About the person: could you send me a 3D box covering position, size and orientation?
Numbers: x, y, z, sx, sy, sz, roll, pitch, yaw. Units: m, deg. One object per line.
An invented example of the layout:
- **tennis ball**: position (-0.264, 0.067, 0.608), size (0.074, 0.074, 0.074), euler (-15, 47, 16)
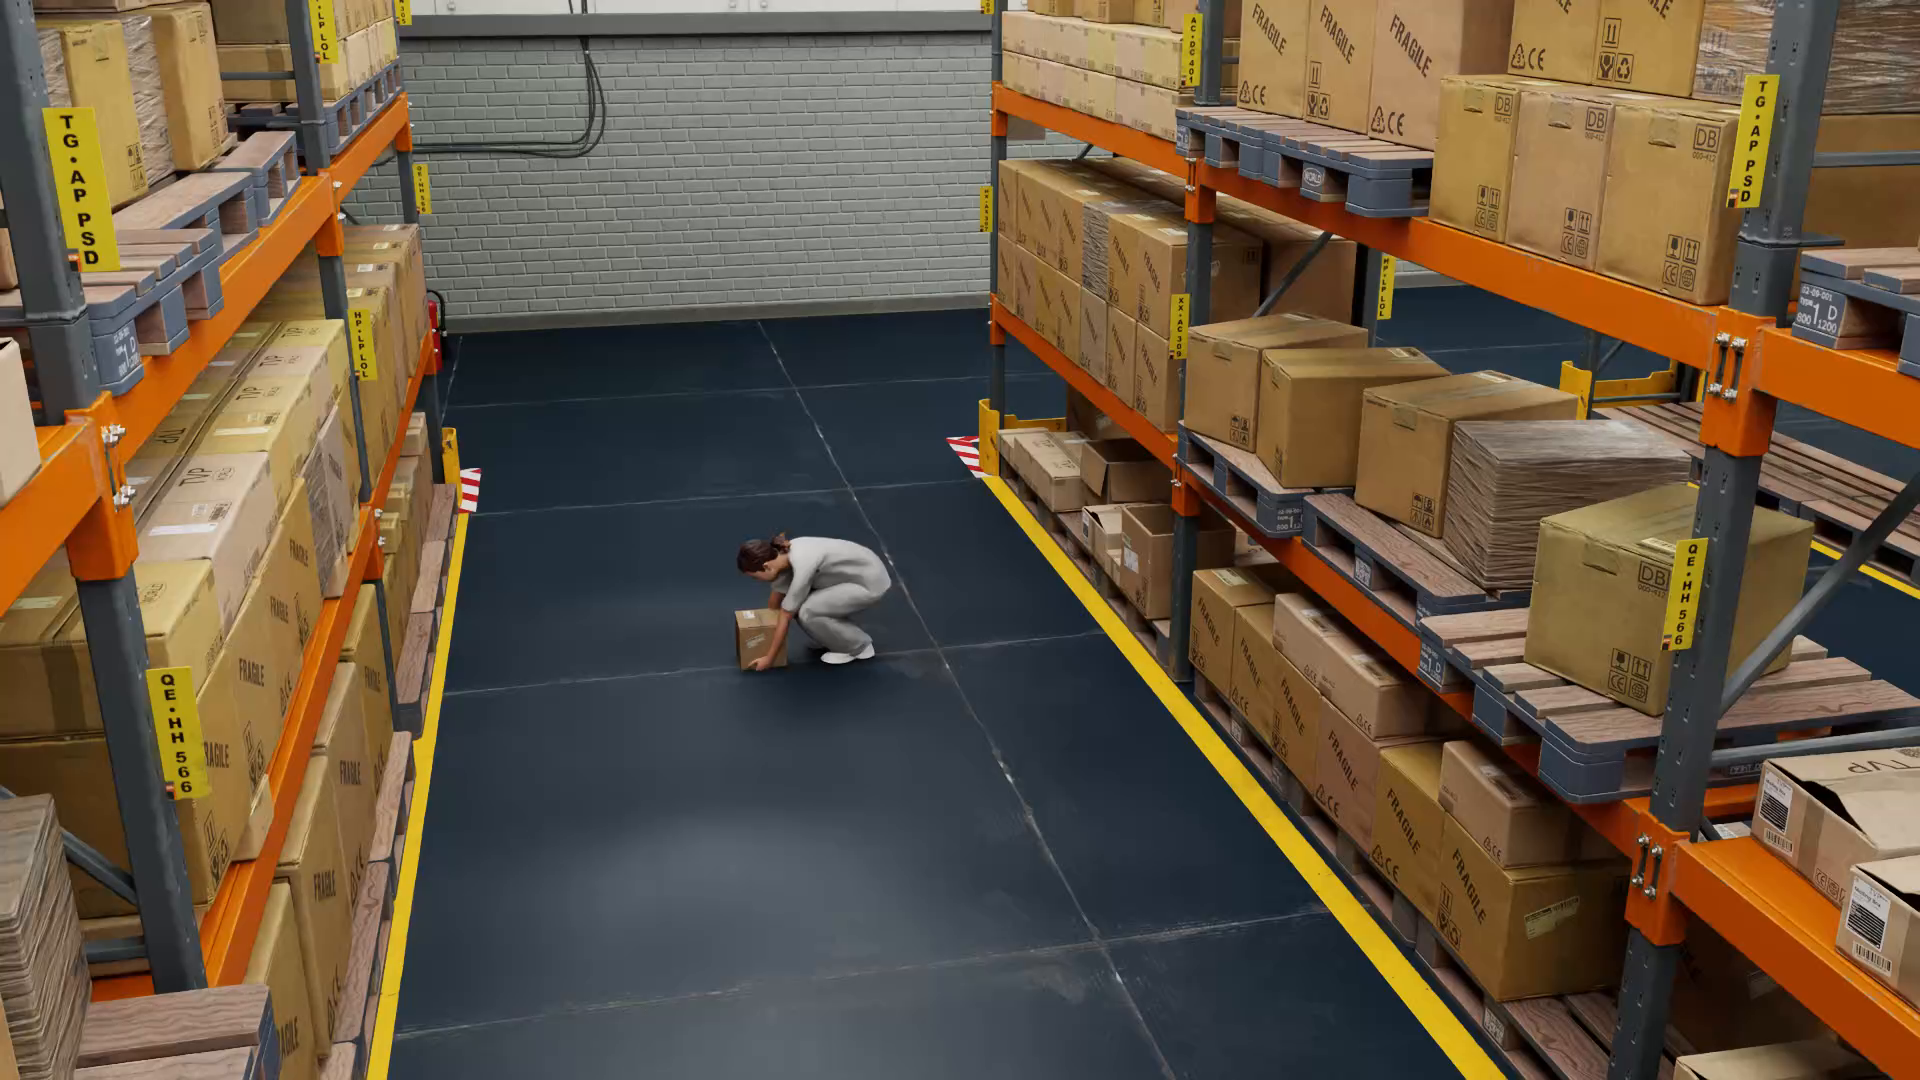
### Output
- **person**: position (-0.797, 0.319, 9.148), size (0.842, 0.808, 0.460), euler (-5, 20, -13)
